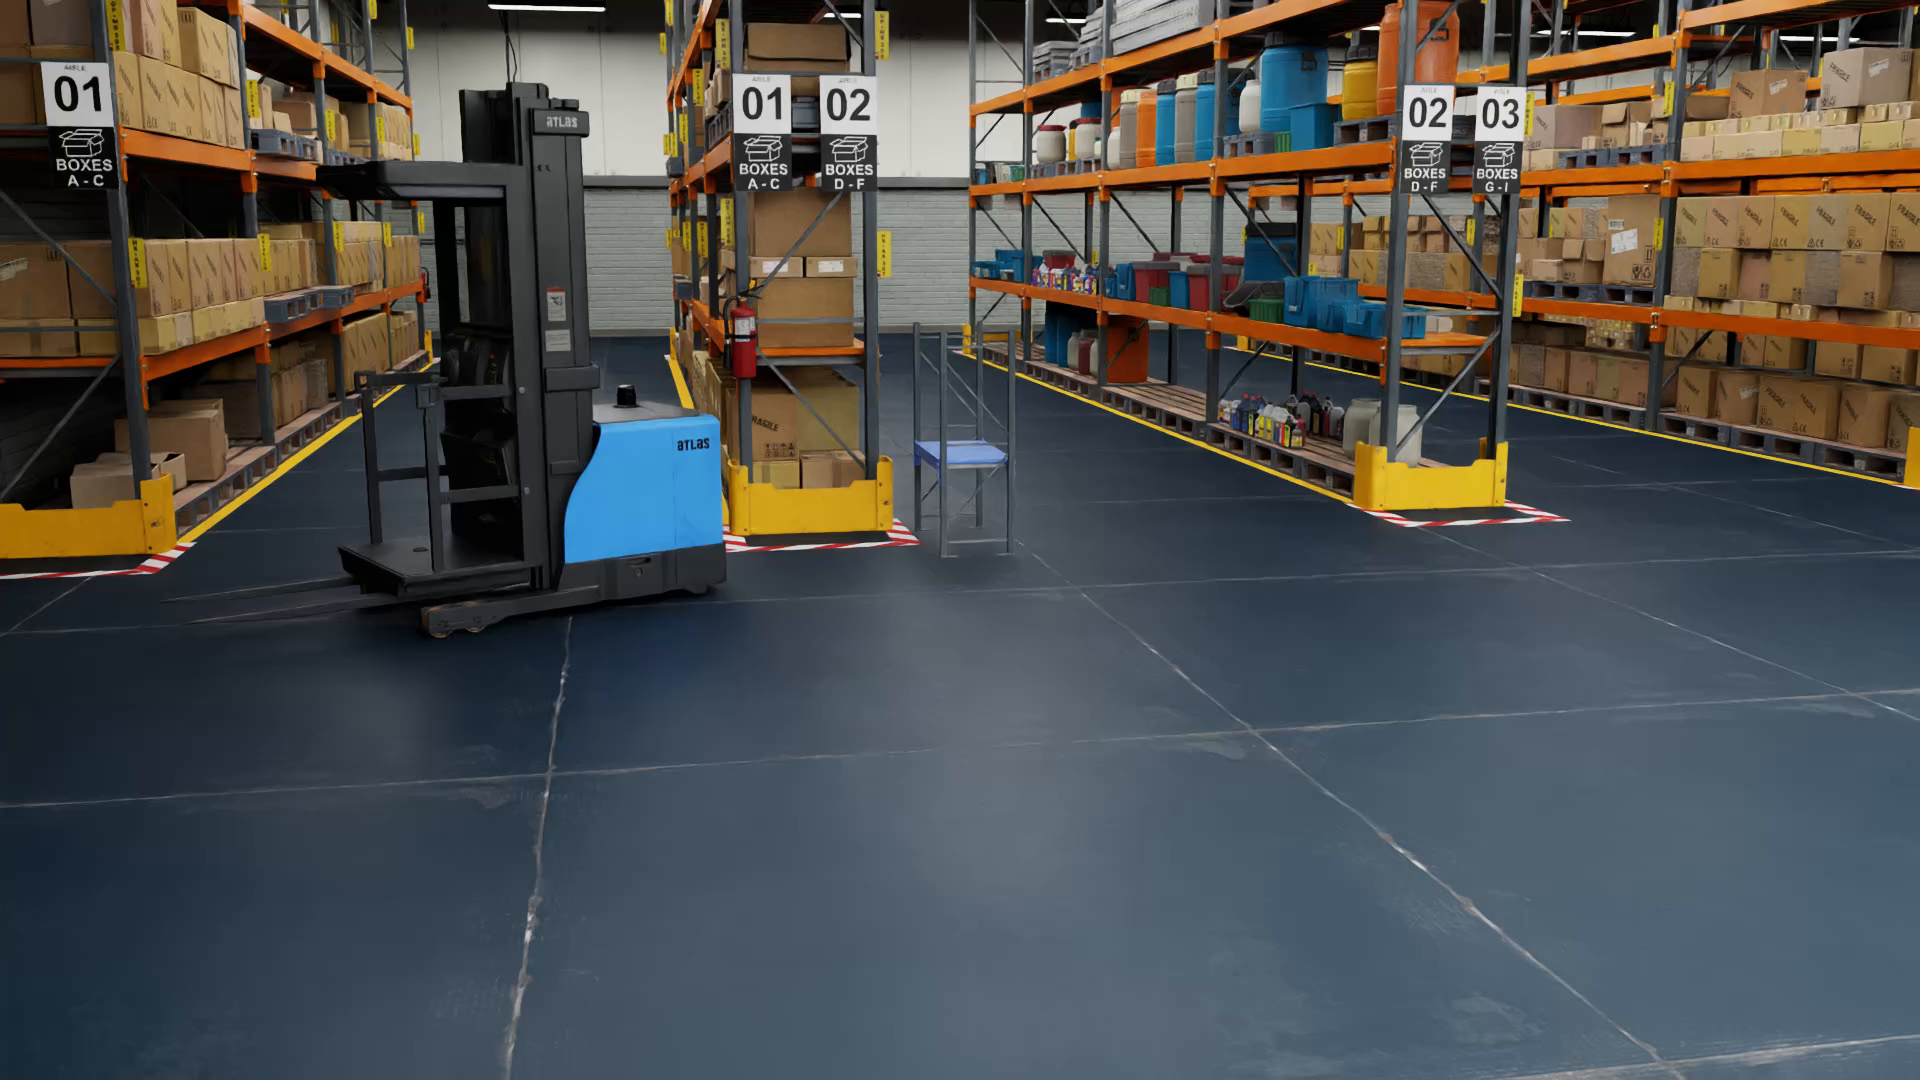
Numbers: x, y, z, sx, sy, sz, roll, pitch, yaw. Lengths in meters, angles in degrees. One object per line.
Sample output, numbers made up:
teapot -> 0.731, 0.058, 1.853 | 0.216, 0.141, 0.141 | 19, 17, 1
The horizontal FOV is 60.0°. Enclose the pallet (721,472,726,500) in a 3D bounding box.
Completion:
pallet -> -1.513, -0.552, 14.033 | 1.003, 0.211, 1.213 | -2, 11, -11

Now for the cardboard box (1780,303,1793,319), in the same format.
cardboard box -> 7.995, -2.161, 15.698 | 0.380, 0.149, 0.250 | -2, 11, -11

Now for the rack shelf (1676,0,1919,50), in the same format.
rack shelf -> 8.239, -4.878, 15.193 | 1.077, 0.370, 4.000 | -2, 11, -11

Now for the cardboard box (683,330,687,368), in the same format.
cardboard box -> -3.569, -2.651, 23.113 | 0.500, 0.500, 0.500 | -3, 11, -14

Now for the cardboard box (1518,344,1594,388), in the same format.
cardboard box -> 7.342, -2.152, 20.487 | 0.700, 0.500, 0.500 | -3, 11, -16

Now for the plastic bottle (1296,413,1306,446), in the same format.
plastic bottle -> 3.065, -0.993, 14.981 | 0.061, 0.283, 0.133 | -2, 11, -11

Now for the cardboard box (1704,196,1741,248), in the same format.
cardboard box -> 7.787, -3.156, 16.519 | 0.500, 0.500, 0.500 | -2, 11, -11

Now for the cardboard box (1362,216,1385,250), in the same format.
cardboard box -> 6.426, -4.546, 24.606 | 0.797, 0.503, 0.637 | -2, 11, -12

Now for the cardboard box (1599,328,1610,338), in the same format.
cardboard box -> 10.672, -3.378, 27.128 | 0.380, 0.149, 0.250 | -3, 11, -13

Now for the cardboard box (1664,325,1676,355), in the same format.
cardboard box -> 11.063, -3.115, 25.605 | 0.500, 0.500, 0.500 | -2, 11, -9

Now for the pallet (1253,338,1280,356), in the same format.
pallet -> 5.748, -3.340, 28.682 | 1.003, 0.211, 1.213 | -2, 11, -11

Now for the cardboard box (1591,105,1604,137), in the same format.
cardboard box -> 7.602, -4.892, 19.748 | 0.500, 0.500, 0.500 | -2, 11, -10

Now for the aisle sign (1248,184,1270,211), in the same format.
aisle sign -> 5.208, -6.133, 28.946 | 0.394, 0.787, 0.004 | -2, 11, -11

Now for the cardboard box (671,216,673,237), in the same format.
cardboard box -> -4.374, -4.944, 26.707 | 0.500, 0.500, 0.500 | -2, 11, -9

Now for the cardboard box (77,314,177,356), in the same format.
cardboard box -> -5.732, -1.416, 11.463 | 0.500, 0.250, 0.500 | -2, 11, -13

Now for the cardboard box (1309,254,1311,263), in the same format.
cardboard box -> 5.748, -4.453, 26.674 | 0.500, 0.250, 0.500 | -2, 11, -10

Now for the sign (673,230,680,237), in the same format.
sign -> -3.954, -4.165, 23.241 | 0.100, 0.325, 0.005 | -2, 11, -11

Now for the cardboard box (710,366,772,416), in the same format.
cardboard box -> -1.890, -1.238, 14.402 | 0.500, 0.500, 0.500 | -2, 11, -11

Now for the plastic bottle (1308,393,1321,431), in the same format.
plastic bottle -> 3.437, -1.245, 16.124 | 0.144, 0.351, 0.185 | -3, 11, -14

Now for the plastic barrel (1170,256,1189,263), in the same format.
plastic barrel -> 2.623, -3.081, 19.561 | 0.421, 0.512, 0.421 | 0, 11, 0

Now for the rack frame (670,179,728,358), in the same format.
rack frame -> -4.202, -4.494, 27.288 | 1.000, 3.000, 0.127 | -2, 11, -11

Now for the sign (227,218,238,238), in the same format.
sign -> -8.048, -3.394, 18.412 | 0.100, 0.325, 0.005 | -2, 11, -11

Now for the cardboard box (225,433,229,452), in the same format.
cardboard box -> -6.593, -0.840, 14.489 | 0.380, 0.166, 0.250 | -4, 11, -18

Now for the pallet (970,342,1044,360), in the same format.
pallet -> 0.780, -3.151, 27.689 | 1.003, 0.211, 1.213 | -2, 11, -11

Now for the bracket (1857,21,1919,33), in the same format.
bracket -> 19.492, -11.214, 36.920 | 0.076, 0.066, 5.218 | -2, 11, -11

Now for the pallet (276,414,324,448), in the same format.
pallet -> -7.120, -1.110, 16.963 | 1.003, 0.211, 1.213 | -2, 11, -11

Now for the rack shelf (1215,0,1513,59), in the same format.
rack shelf -> 3.381, -4.503, 14.284 | 1.077, 0.370, 4.000 | -2, 11, -11

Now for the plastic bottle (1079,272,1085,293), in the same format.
plastic bottle -> 1.591, -3.338, 21.554 | 0.097, 0.271, 0.097 | 0, 11, 0

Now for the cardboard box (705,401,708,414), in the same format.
cardboard box -> -2.233, -1.215, 16.287 | 0.500, 0.250, 0.500 | -2, 11, -12

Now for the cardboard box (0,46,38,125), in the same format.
cardboard box -> -6.278, -2.979, 10.982 | 0.500, 0.500, 0.500 | -1, 11, -7

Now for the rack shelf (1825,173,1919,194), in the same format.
rack shelf -> 12.346, -4.302, 20.178 | 1.077, 0.370, 4.000 | -2, 11, -11

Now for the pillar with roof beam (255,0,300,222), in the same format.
pillar with roof beam -> -5.044, -6.781, 23.254 | 9.100, 9.000, 0.400 | -2, 11, -11

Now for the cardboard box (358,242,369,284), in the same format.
cardboard box -> -7.645, -3.433, 20.592 | 0.500, 0.500, 0.500 | -2, 11, -9

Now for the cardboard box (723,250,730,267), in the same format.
cardboard box -> -1.956, -2.559, 15.117 | 0.380, 0.149, 0.250 | -2, 11, -10

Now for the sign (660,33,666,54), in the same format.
sign -> -4.734, -7.920, 26.529 | 0.100, 0.325, 0.005 | -2, 11, -11

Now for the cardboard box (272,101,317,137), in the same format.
cardboard box -> -7.653, -4.670, 18.746 | 0.700, 0.500, 0.500 | -3, 11, -15

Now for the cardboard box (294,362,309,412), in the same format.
cardboard box -> -7.327, -1.606, 17.619 | 0.700, 0.500, 0.500 | -2, 11, -11

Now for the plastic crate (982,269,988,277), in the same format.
plastic crate -> 0.496, -4.330, 26.970 | 0.250, 0.136, 0.298 | -2, 11, -11

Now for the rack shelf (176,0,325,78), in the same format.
rack shelf -> -7.115, -4.877, 16.246 | 1.077, 0.370, 4.000 | -2, 11, -11

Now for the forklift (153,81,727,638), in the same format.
forklift -> -2.886, -1.026, 9.248 | 3.031, 2.935, 1.130 | -8, 13, -37

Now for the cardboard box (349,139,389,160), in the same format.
cardboard box -> -8.158, -5.372, 22.885 | 0.500, 0.250, 0.500 | -2, 11, -11

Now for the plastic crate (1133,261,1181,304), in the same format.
plastic crate -> 2.228, -2.931, 18.900 | 0.402, 0.464, 0.583 | -2, 11, -11

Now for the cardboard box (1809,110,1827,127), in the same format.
cardboard box -> 8.014, -3.846, 15.192 | 0.380, 0.149, 0.250 | -3, 11, -14

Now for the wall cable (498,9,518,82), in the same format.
wall cable -> -7.156, -9.365, 31.630 | 3.097, 2.526, 0.112 | -2, 11, -11

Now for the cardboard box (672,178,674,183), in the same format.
cardboard box -> -4.168, -5.607, 25.512 | 0.500, 0.250, 0.500 | -2, 11, -11

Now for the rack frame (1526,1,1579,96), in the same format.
rack frame -> 10.401, -7.963, 29.466 | 1.000, 3.000, 0.127 | -2, 11, -11

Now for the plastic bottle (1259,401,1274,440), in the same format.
plastic bottle -> 2.861, -1.112, 15.425 | 0.144, 0.351, 0.185 | -2, 11, -11

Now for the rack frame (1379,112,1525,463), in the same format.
rack frame -> 3.770, -1.739, 12.813 | 1.000, 3.000, 0.127 | -2, 11, -11

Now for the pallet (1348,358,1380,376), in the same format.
pallet -> 6.518, -2.612, 24.854 | 1.003, 0.211, 1.213 | -2, 11, -11

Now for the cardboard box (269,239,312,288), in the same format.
cardboard box -> -7.268, -2.924, 17.594 | 0.700, 0.500, 0.500 | -3, 11, -16

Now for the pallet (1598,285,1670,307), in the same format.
pallet -> 7.844, -2.704, 18.396 | 1.003, 0.211, 1.213 | -2, 11, -11

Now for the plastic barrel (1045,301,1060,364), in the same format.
plastic barrel -> 1.525, -3.015, 24.006 | 0.600, 0.901, 0.708 | -2, 11, -11

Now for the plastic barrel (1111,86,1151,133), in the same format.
plastic barrel -> 2.106, -5.202, 20.710 | 0.600, 0.830, 0.708 | -2, 11, -11

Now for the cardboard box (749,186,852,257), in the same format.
cardboard box -> -1.178, -2.342, 12.243 | 0.700, 0.500, 0.500 | -2, 11, -11

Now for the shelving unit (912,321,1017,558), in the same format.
shelving unit -> 0.017, -0.721, 11.474 | 0.538, 1.500, 1.048 | -2, 11, -11
